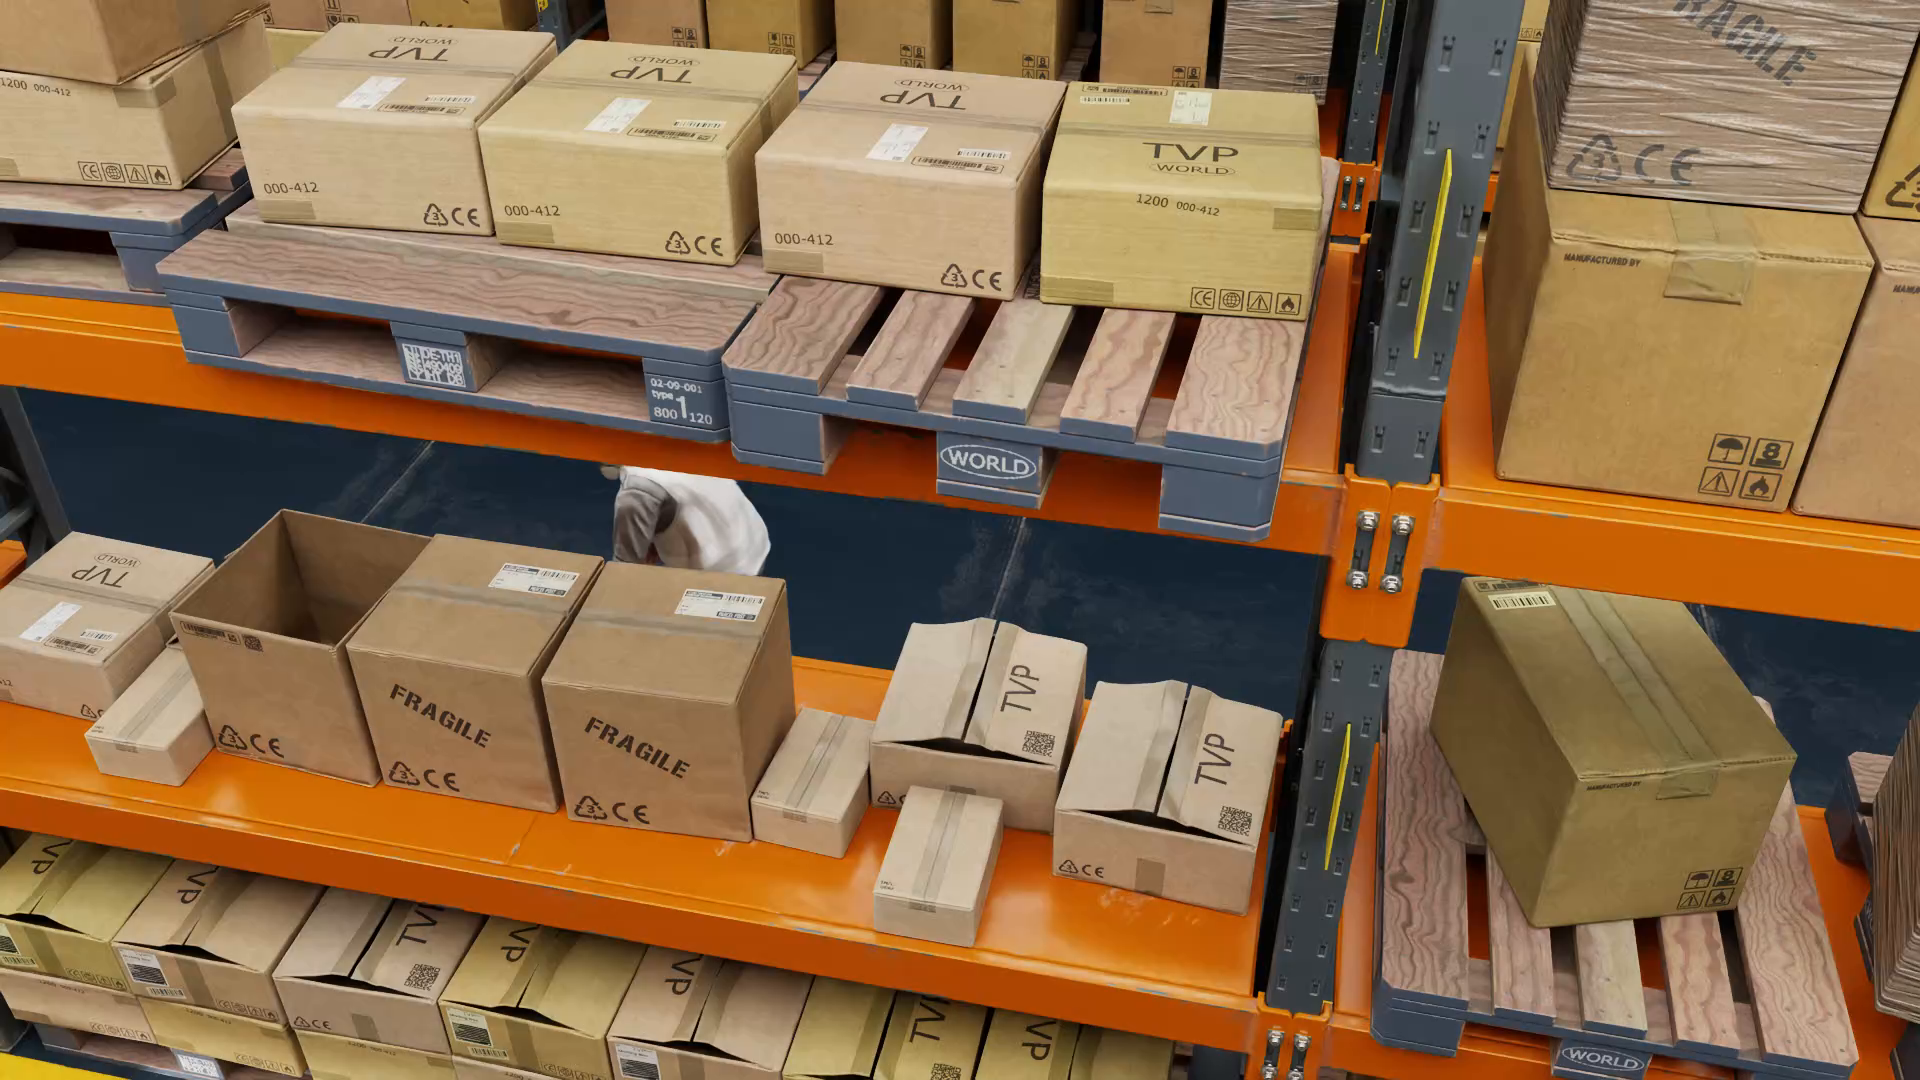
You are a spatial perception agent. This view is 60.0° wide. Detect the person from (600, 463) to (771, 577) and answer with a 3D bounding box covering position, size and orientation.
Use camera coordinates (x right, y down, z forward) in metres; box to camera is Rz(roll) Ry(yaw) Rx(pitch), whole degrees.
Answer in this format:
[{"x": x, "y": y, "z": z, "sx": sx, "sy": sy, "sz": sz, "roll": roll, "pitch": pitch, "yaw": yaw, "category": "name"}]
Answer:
[{"x": -1.075, "y": 0.092, "z": 6.210, "sx": 0.693, "sy": 1.534, "sz": 0.589, "roll": 8, "pitch": 37, "yaw": 10, "category": "person"}]
